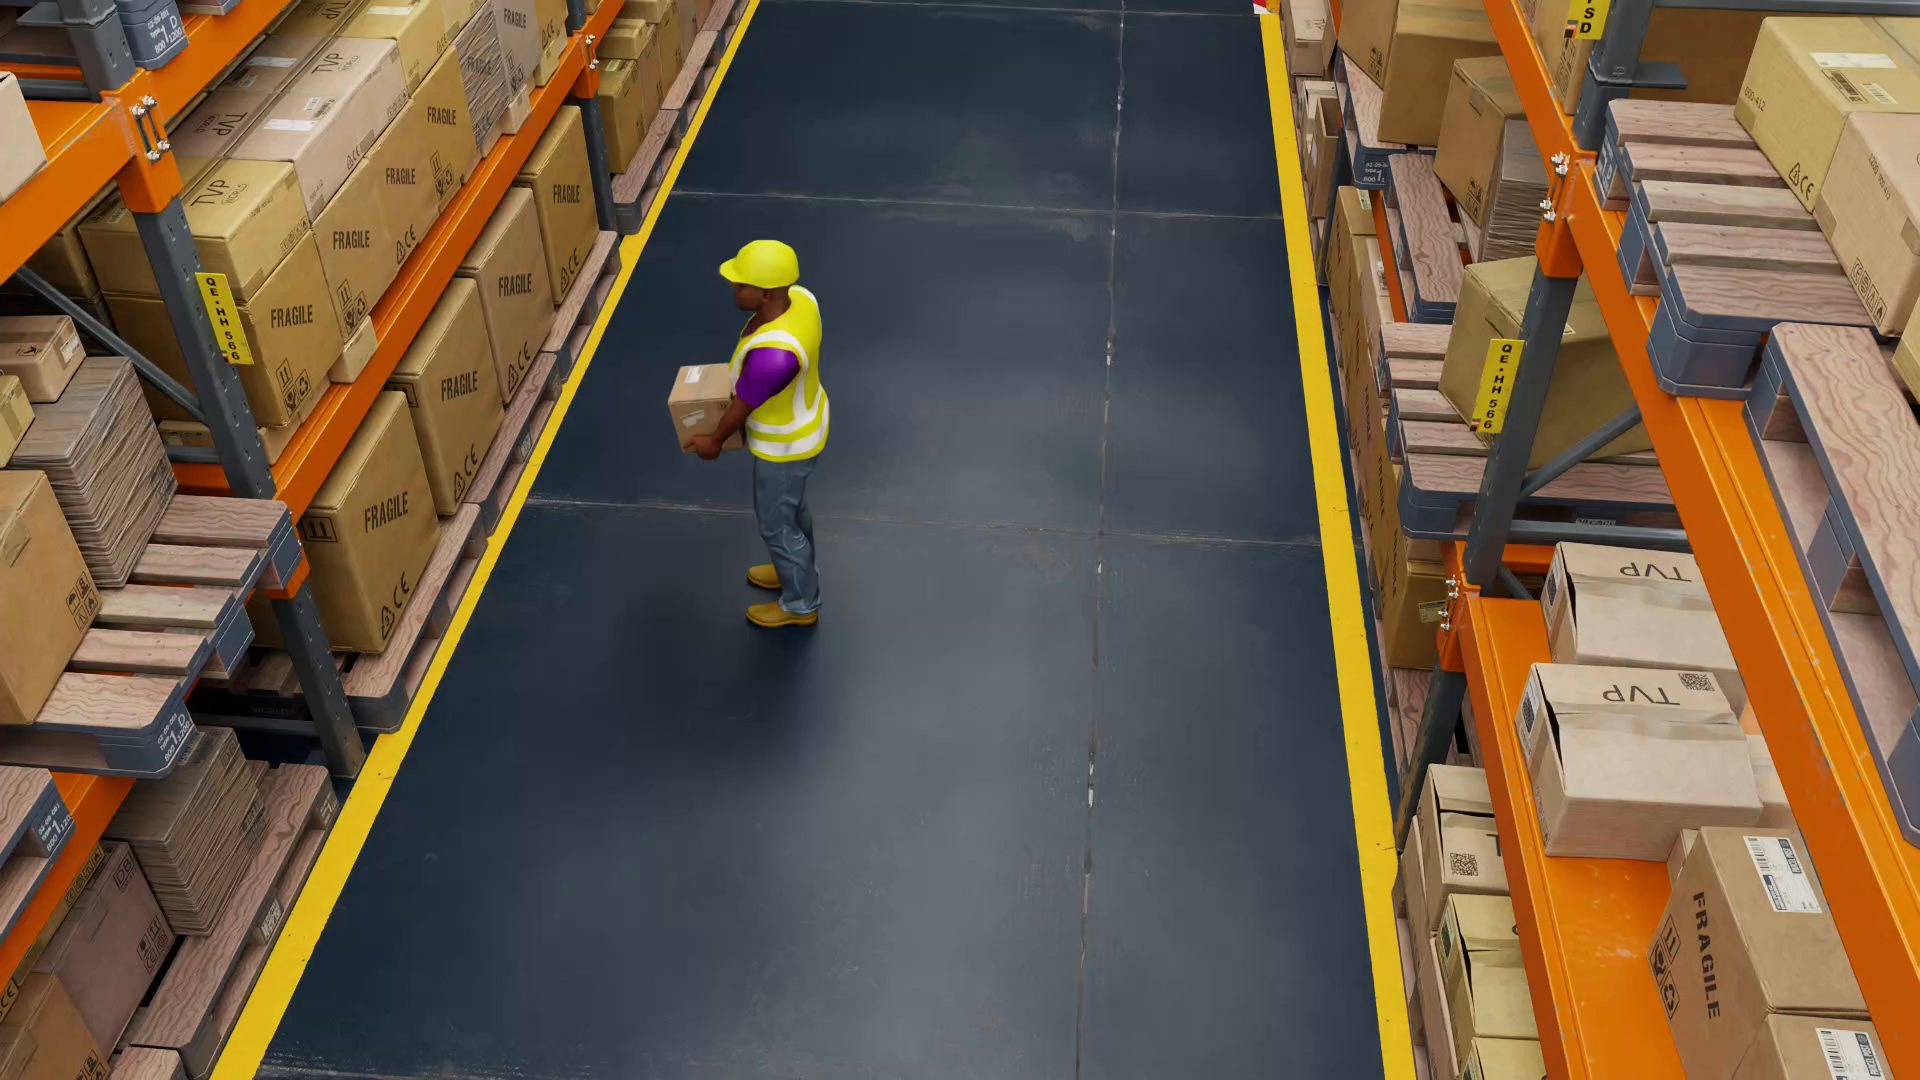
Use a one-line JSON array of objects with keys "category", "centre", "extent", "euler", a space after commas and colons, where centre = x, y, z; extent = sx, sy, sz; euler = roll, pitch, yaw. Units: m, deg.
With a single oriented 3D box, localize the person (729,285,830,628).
[{"category": "person", "centre": [7.571, 2.439, 2.097], "extent": [17.768, 3.195, 9.829], "euler": [3, 40, 3]}]
